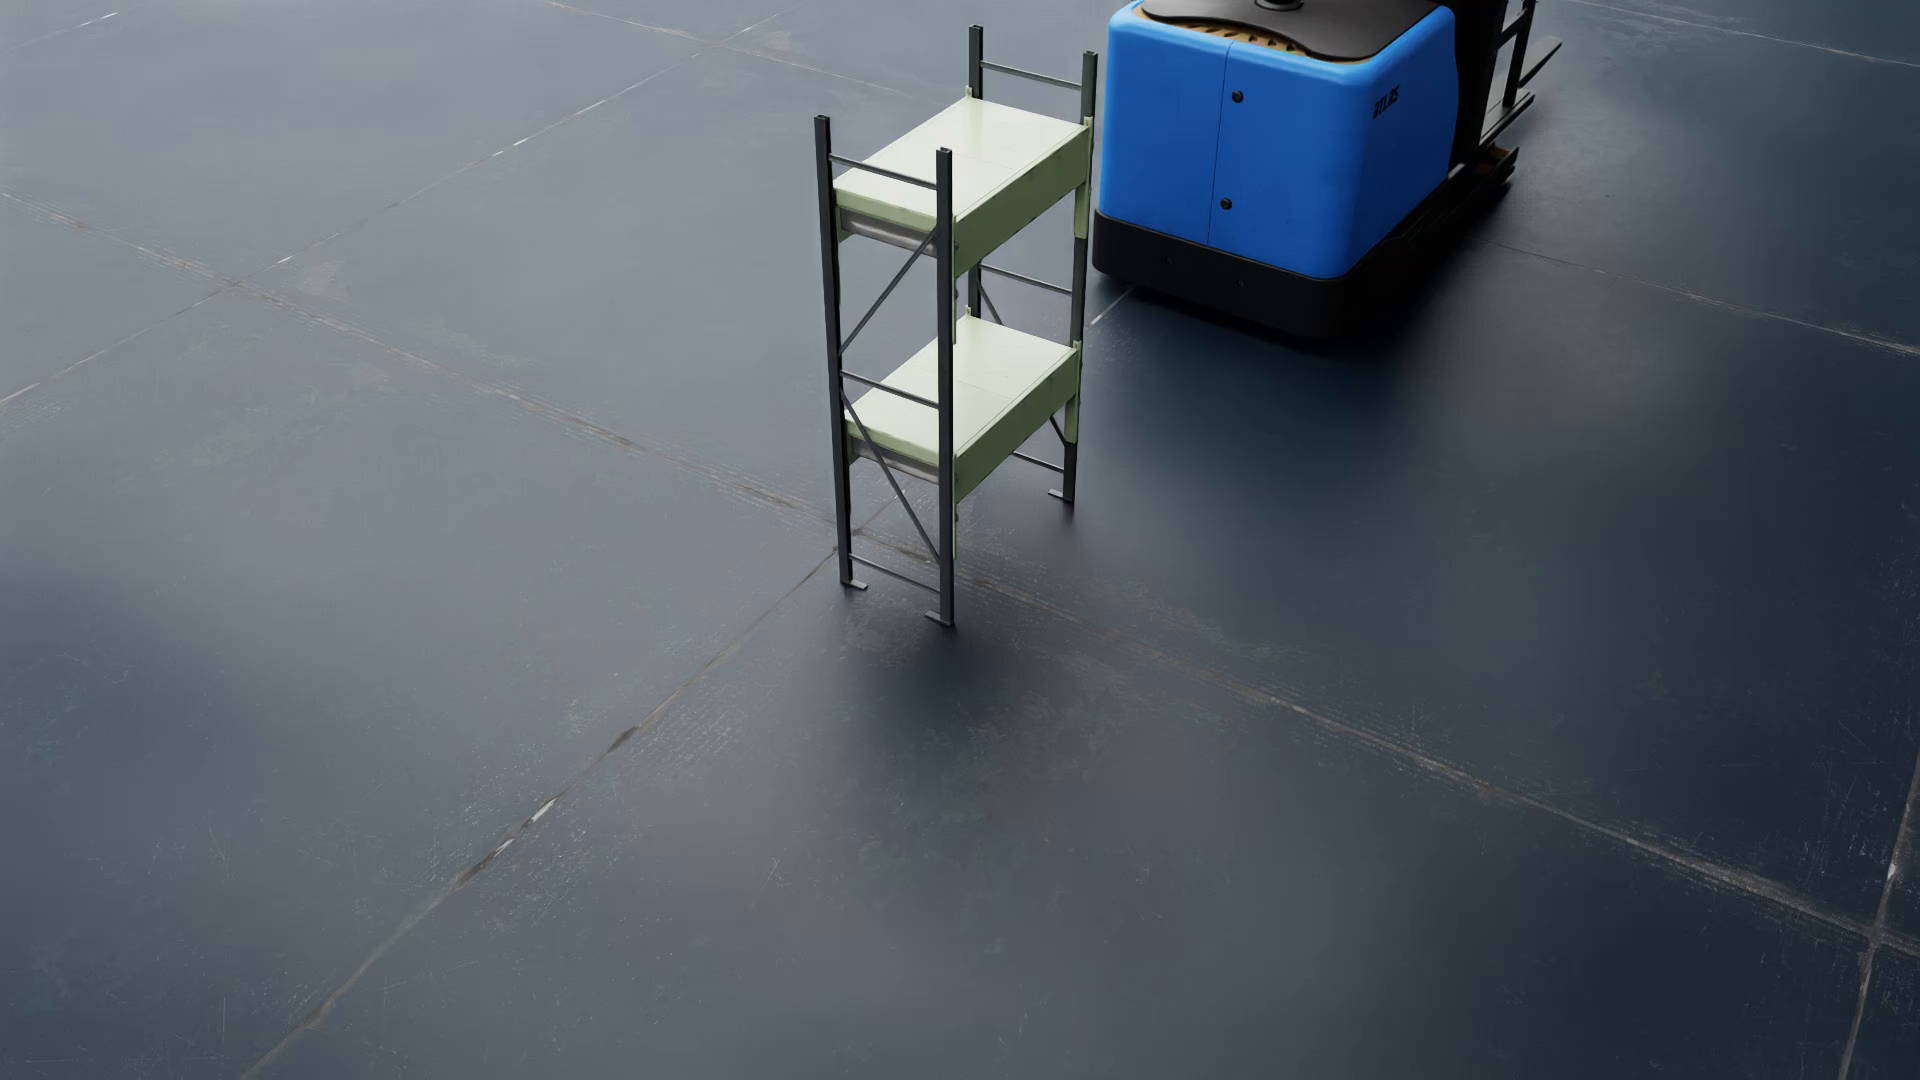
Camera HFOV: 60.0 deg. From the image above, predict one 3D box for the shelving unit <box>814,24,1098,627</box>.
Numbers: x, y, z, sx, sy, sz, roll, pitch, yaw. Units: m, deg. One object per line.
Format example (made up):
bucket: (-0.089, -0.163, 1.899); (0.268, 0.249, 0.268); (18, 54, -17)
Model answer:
shelving unit: (0.004, -0.597, 4.797); (0.431, 1.500, 0.755); (21, 42, 25)

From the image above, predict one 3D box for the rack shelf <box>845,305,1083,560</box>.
rack shelf: (0.004, -0.339, 4.996); (0.431, 0.370, 0.720); (21, 42, 25)

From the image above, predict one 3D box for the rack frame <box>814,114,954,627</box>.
rack frame: (-0.193, -0.409, 4.552); (0.400, 1.500, 0.023); (21, 42, 25)

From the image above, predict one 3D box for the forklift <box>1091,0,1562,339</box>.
forklift: (1.768, -2.757, 6.425); (1.130, 2.935, 3.031); (23, 43, 27)

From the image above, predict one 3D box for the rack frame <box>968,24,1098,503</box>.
rack frame: (0.200, -0.786, 5.041); (0.400, 1.500, 0.023); (21, 42, 25)

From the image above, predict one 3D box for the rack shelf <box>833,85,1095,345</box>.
rack shelf: (0.004, -0.907, 4.558); (0.431, 0.370, 0.720); (21, 42, 25)
